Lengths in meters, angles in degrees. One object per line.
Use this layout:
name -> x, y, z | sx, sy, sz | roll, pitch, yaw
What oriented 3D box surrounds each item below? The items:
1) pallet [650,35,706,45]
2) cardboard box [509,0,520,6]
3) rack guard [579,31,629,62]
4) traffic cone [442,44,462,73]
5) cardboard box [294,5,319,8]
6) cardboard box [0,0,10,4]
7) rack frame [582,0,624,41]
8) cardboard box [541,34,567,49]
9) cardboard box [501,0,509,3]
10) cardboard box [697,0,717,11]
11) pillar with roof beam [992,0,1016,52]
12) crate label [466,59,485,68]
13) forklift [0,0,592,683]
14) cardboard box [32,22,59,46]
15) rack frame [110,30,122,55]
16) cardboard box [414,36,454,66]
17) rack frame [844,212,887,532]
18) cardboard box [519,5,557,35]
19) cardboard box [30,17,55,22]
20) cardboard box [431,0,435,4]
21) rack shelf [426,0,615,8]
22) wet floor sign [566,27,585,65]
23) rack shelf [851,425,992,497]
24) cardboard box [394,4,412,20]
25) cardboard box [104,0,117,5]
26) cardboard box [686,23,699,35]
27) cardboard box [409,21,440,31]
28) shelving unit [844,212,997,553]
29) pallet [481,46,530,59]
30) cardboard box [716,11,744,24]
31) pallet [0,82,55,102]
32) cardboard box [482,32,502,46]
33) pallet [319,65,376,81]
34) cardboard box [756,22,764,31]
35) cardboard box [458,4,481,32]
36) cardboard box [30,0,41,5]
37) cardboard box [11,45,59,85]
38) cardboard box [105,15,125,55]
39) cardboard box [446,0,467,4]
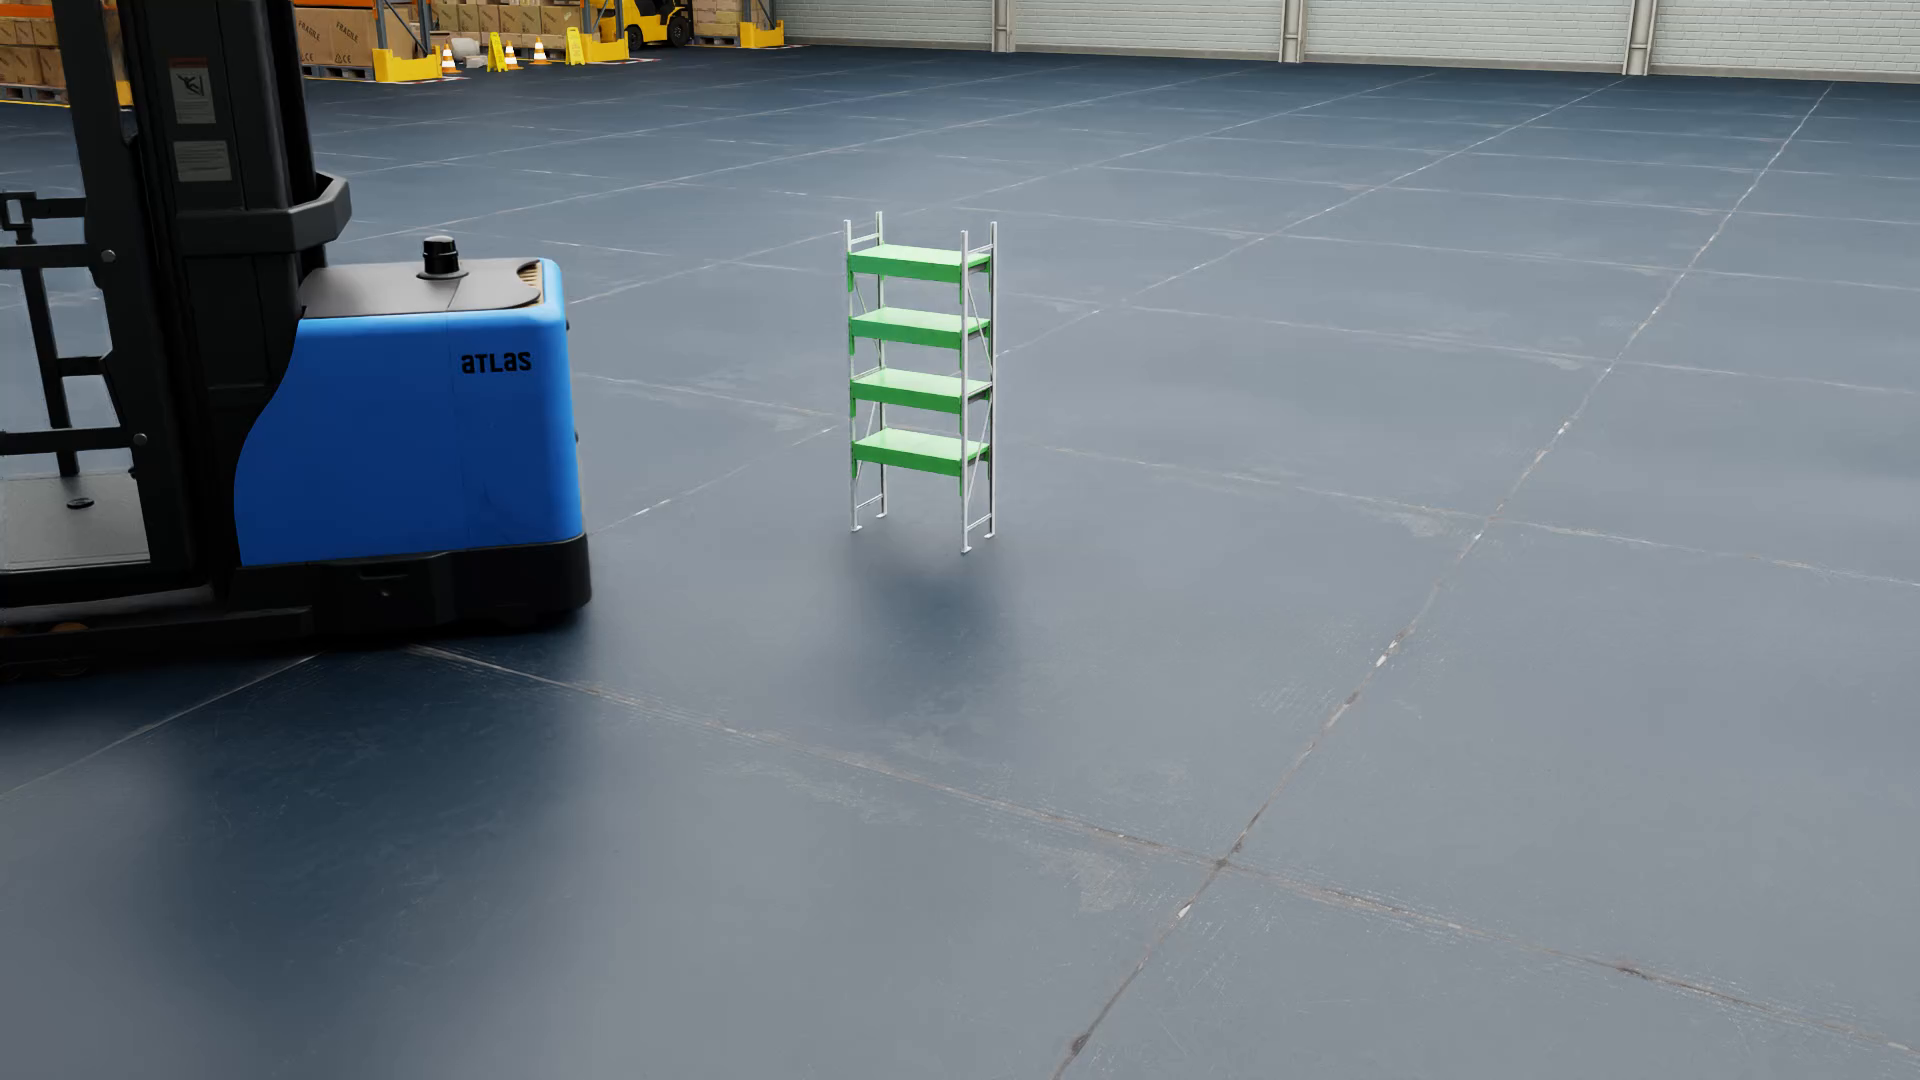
pallet -> -5.940, -10.852, 35.973 | 1.213, 0.211, 1.003 | 11, 23, 27
cardboard box -> -8.235, -10.113, 31.211 | 0.250, 0.149, 0.380 | 12, 23, 30
rack guard -> -6.675, -9.204, 31.007 | 0.348, 0.500, 1.175 | 11, 23, 27
traffic cone -> -8.705, -8.195, 28.278 | 0.334, 0.463, 0.336 | 11, 23, 27
cardboard box -> -11.122, -8.466, 27.805 | 0.875, 0.875, 0.875 | 11, 23, 28
cardboard box -> -13.152, -7.503, 23.018 | 0.250, 0.149, 0.380 | 11, 23, 27
rack frame -> -6.608, -10.367, 30.545 | 0.127, 3.000, 1.000 | 11, 23, 27
cardboard box -> -7.466, -9.330, 31.103 | 0.500, 0.250, 0.500 | 11, 23, 27
cardboard box -> -10.063, -12.043, 38.031 | 0.625, 0.625, 0.875 | 12, 23, 29
cardboard box -> -5.194, -11.287, 35.032 | 0.500, 0.250, 0.500 | 11, 23, 28
pillar with roof beam -> -1.221, -12.770, 28.373 | 0.400, 9.000, 9.100 | 11, 23, 27
crate label -> -8.574, -8.434, 29.415 | 0.298, 0.136, 0.250 | 0, 20, -1
forklift -> -2.816, -1.134, 5.194 | 3.031, 2.935, 1.130 | -5, 20, -13
cardboard box -> -16.620, -9.261, 30.546 | 0.500, 0.500, 0.500 | 11, 23, 27
rack frame -> -11.441, -7.417, 22.412 | 0.127, 3.000, 1.000 | 11, 23, 27
cardboard box -> -9.376, -8.732, 29.699 | 0.637, 0.503, 0.797 | -4, 20, -10
rack frame -> -0.358, -0.632, 6.348 | 0.015, 1.200, 0.240 | 11, 23, 27
cardboard box -> -7.892, -9.766, 31.205 | 0.500, 0.500, 0.500 | 12, 23, 29
cardboard box -> -16.643, -9.617, 30.429 | 0.500, 0.250, 0.500 | 10, 22, 26
cardboard box -> -12.191, -12.603, 38.808 | 0.250, 0.149, 0.380 | 10, 22, 26
rack shelf -> -8.354, -10.361, 31.585 | 4.000, 0.370, 1.077 | 11, 23, 27
wet floor sign -> -6.964, -8.910, 29.982 | 0.267, 0.644, 0.232 | -16, 26, -38
rack shelf -> -0.145, -0.306, 6.340 | 0.480, 0.148, 0.258 | 11, 23, 27
cardboard box -> -13.002, -12.458, 39.359 | 0.500, 0.500, 0.500 | 10, 22, 25
cardboard box -> -11.574, -7.417, 22.782 | 0.250, 0.149, 0.380 | 11, 23, 27
cardboard box -> -5.617, -10.905, 35.447 | 0.500, 0.250, 0.500 | 11, 23, 28
cardboard box -> -10.559, -10.081, 32.994 | 0.625, 0.372, 0.950 | 11, 23, 28
shelving unit -> -0.145, -0.592, 6.236 | 0.503, 1.200, 0.258 | 11, 23, 27
pallet -> -8.428, -9.417, 32.018 | 1.213, 0.211, 1.003 | 11, 23, 27
cardboard box -> -4.768, -10.973, 34.899 | 0.500, 0.250, 0.500 | 10, 22, 27
pallet -> -13.261, -6.467, 23.884 | 1.213, 0.211, 1.003 | 11, 23, 27
cardboard box -> -8.781, -9.586, 31.808 | 0.500, 0.250, 0.500 | 10, 22, 27
pallet -> -9.670, -7.675, 27.215 | 1.213, 0.211, 1.003 | 11, 23, 27
cardboard box -> -4.524, -10.890, 35.404 | 0.500, 0.250, 0.500 | 11, 23, 28
cardboard box -> -9.244, -10.025, 31.921 | 0.500, 0.500, 0.500 | 12, 23, 29
cardboard box -> -12.463, -7.399, 22.731 | 0.250, 0.149, 0.380 | 11, 23, 27
cardboard box -> -13.054, -6.747, 23.616 | 0.500, 0.500, 0.500 | 13, 24, 32
cardboard box -> -14.666, -9.074, 29.665 | 0.750, 0.750, 1.050 | 11, 23, 28
cardboard box -> -9.637, -10.377, 31.939 | 0.250, 0.149, 0.380 | 11, 23, 28
